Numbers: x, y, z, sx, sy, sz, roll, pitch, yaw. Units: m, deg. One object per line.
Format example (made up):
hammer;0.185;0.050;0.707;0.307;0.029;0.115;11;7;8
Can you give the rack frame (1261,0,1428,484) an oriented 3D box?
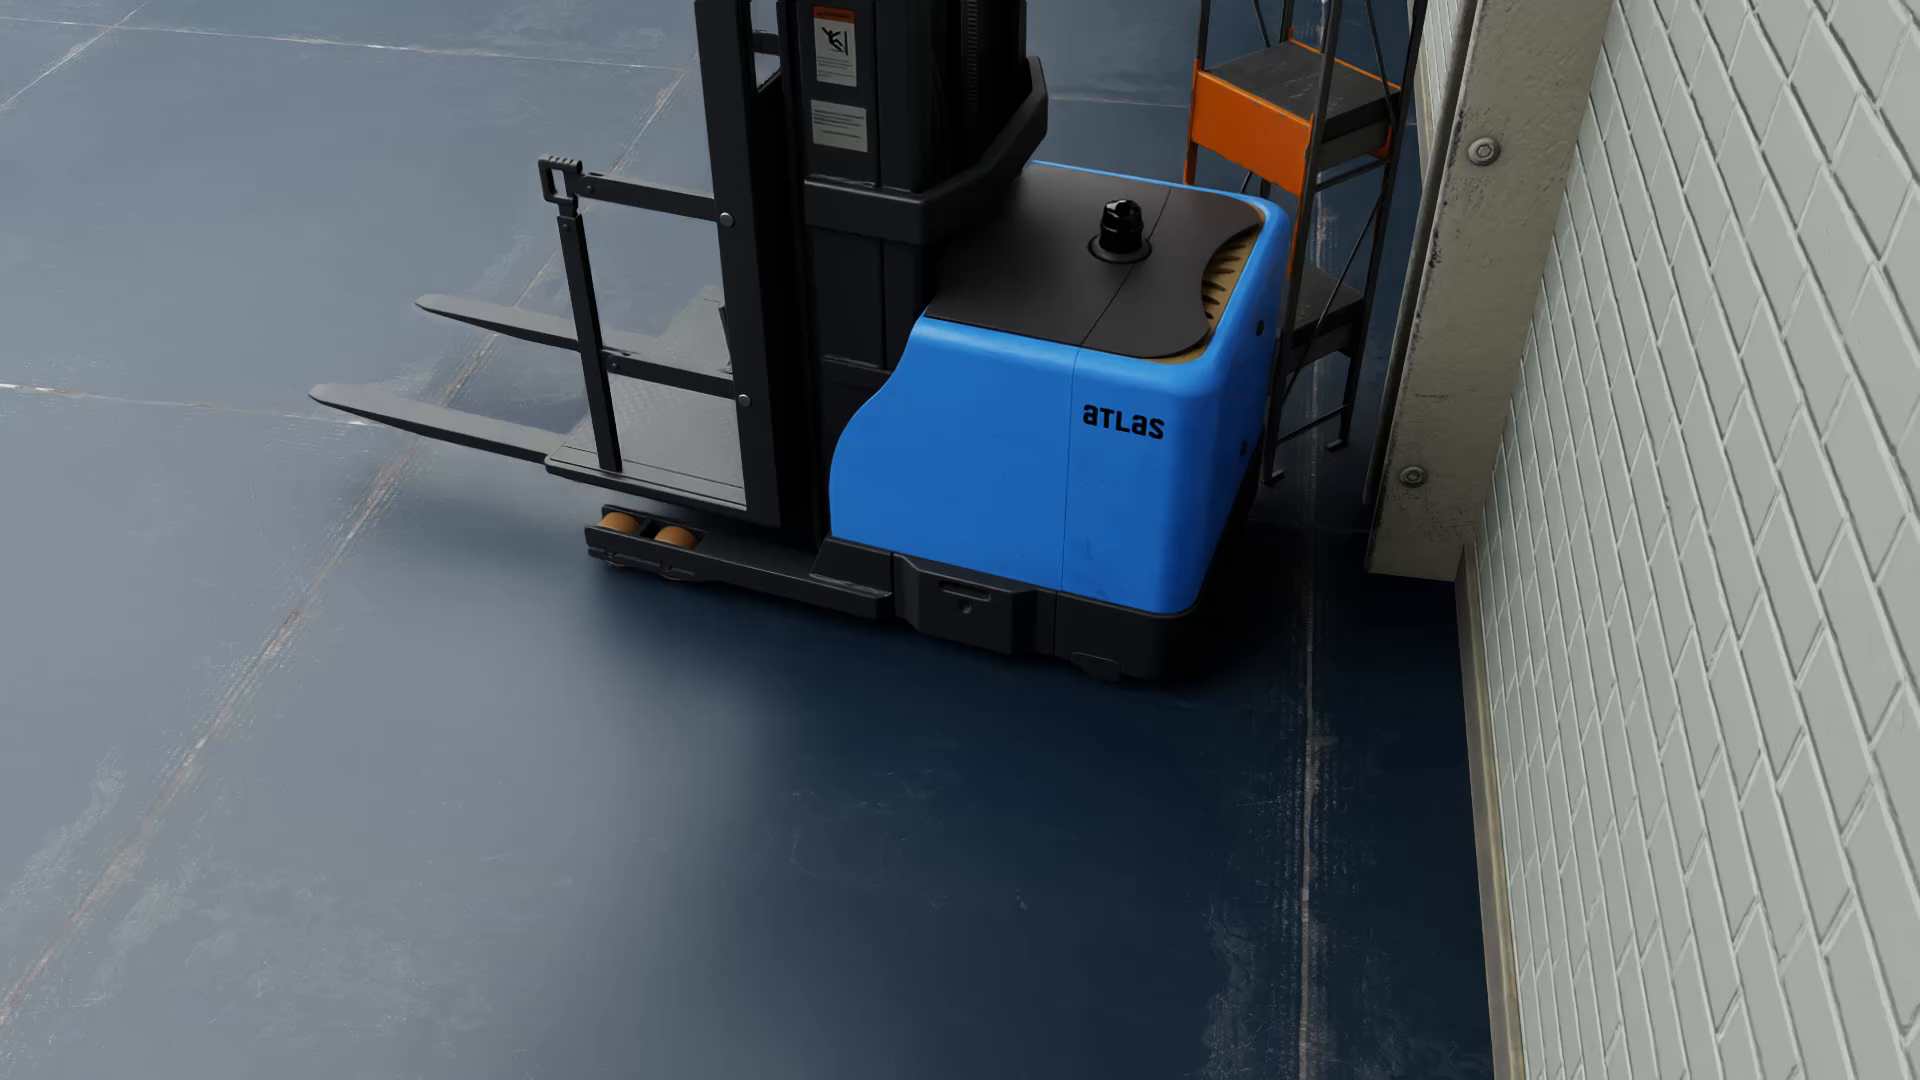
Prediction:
rack frame;1.155;-1.074;4.901;0.400;2.100;0.015;-26;46;-28

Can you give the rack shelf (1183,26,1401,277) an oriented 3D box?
rack shelf;1.007;-1.187;5.059;0.431;0.518;0.480;-26;46;-28

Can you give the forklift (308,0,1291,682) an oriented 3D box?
forklift;-0.618;-1.306;4.529;3.031;2.935;1.130;13;41;15

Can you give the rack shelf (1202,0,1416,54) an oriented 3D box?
rack shelf;1.007;-1.727;4.613;0.431;0.518;0.480;-26;46;-28

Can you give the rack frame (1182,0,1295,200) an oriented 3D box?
rack frame;0.860;-1.322;5.201;0.400;2.100;0.015;-26;46;-28

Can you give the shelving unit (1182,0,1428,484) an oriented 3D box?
shelving unit;1.007;-1.198;5.051;0.431;2.100;0.503;-26;46;-28

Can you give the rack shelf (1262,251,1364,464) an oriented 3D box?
rack shelf;1.007;-0.648;5.505;0.431;0.518;0.480;-26;46;-28

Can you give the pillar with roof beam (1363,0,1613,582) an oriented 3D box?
pillar with roof beam;-2.805;-3.953;2.969;9.100;9.000;0.400;6;40;8
